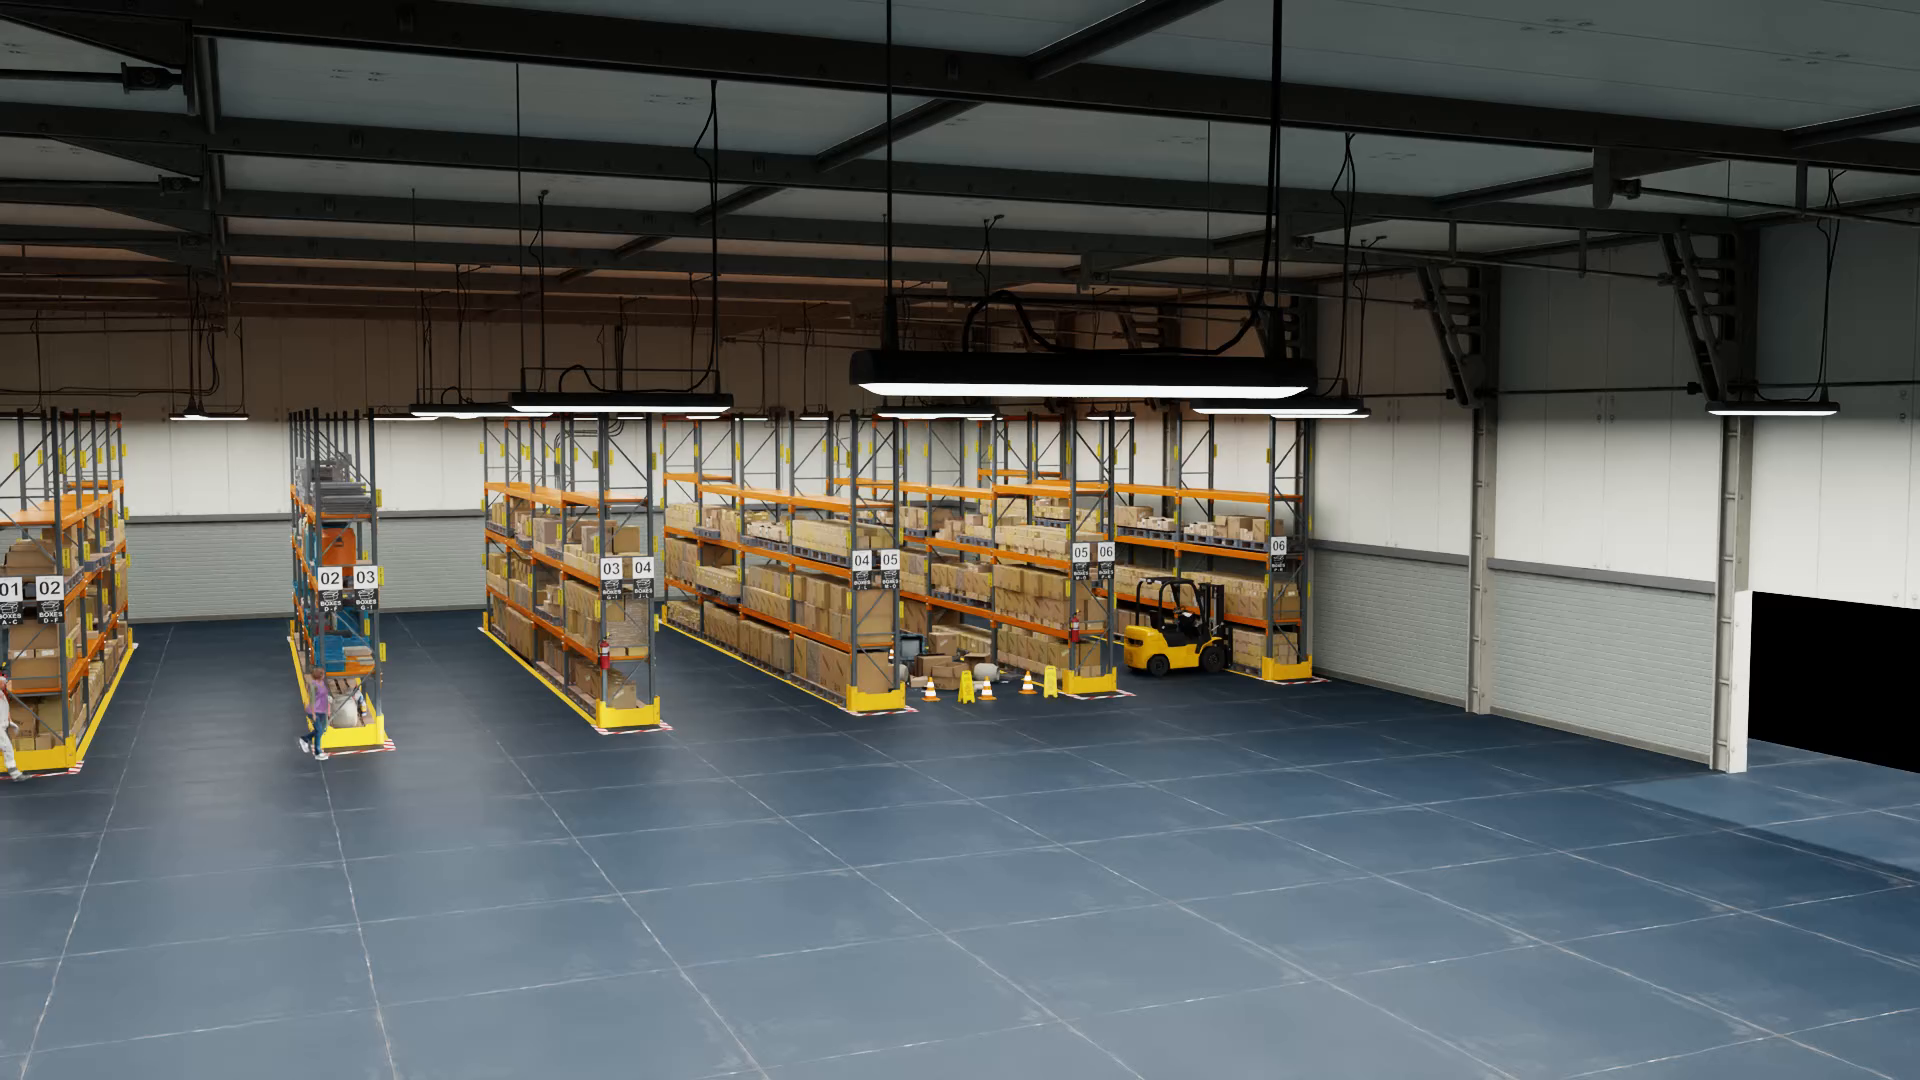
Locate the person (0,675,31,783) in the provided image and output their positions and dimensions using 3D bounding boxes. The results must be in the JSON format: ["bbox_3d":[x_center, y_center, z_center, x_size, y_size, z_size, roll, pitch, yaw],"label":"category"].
[{"bbox_3d":[-15.347,2.993,26.495,1.072,1.750,0.639,0,4,-4],"label":"person"}]

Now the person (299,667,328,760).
[{"bbox_3d":[-11.024,2.937,28.334,0.666,1.574,0.409,1,4,17],"label":"person"}]

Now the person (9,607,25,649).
[{"bbox_3d":[-23.510,1.907,41.854,0.527,1.752,0.876,3,5,32],"label":"person"}]
